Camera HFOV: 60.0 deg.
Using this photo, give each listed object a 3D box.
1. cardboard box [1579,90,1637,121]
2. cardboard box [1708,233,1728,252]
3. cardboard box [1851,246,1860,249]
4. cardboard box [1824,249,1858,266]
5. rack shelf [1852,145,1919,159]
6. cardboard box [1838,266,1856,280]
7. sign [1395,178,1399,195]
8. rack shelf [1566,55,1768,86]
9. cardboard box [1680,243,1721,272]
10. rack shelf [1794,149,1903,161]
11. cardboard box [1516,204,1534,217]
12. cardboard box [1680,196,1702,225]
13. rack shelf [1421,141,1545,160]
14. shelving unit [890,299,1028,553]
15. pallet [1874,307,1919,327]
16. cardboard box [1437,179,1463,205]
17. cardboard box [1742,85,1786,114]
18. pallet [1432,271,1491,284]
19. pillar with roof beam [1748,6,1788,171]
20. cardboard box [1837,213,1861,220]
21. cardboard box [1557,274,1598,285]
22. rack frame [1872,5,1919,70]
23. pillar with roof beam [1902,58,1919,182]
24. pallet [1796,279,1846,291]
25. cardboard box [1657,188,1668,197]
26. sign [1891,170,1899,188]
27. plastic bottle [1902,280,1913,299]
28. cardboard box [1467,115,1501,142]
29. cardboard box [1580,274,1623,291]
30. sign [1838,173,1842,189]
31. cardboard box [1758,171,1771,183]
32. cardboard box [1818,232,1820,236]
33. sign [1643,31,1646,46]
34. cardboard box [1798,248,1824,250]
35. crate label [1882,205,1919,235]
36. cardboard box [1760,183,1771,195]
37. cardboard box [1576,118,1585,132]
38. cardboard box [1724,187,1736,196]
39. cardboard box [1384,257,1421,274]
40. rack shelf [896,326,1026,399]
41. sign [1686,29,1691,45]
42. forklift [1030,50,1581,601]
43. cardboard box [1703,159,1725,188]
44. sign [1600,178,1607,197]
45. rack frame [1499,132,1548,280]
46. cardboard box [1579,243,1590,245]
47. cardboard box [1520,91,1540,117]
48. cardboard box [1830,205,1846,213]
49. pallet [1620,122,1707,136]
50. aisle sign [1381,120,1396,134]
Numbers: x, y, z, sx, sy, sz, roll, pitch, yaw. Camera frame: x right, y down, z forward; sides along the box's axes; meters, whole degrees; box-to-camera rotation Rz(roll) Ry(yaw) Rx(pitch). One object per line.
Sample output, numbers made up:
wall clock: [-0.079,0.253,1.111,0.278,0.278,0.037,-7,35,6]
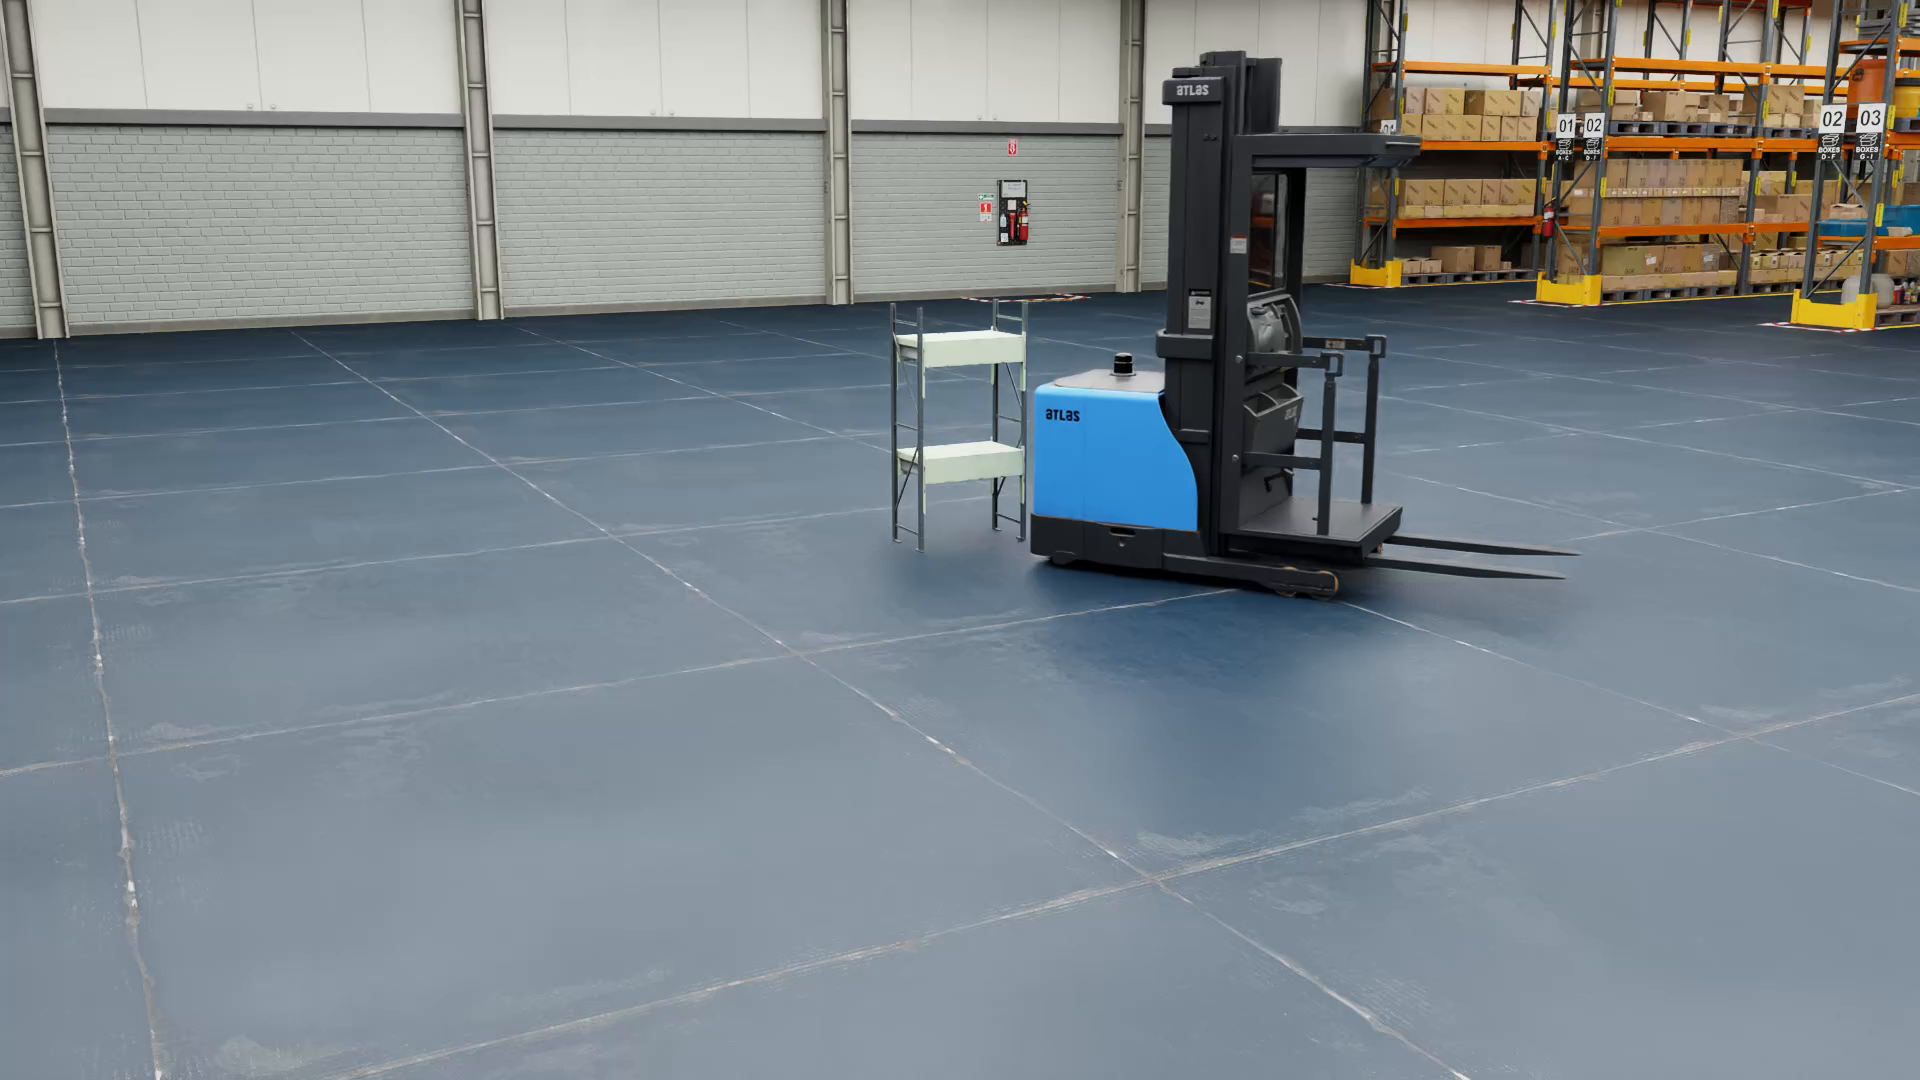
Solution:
cardboard box: [11.136,-7.462,28.592,0.637,0.503,0.797,-6,14,-24]
cardboard box: [16.755,-6.710,37.534,0.750,0.750,0.750,-7,14,-28]
cardboard box: [21.291,-7.093,40.030,0.500,0.500,0.700,-7,14,-28]
cardboard box: [16.856,-5.436,31.959,0.500,0.311,0.500,-7,14,-29]
rack shelf: [19.407,-7.780,33.153,4.000,0.370,1.077,-7,14,-28]
cardboard box: [16.856,-5.163,32.026,0.500,0.250,0.500,-7,14,-29]
sign: [8.513,-6.887,32.410,0.005,0.325,0.100,-7,14,-28]
rack shelf: [12.385,-8.207,29.128,4.000,0.370,1.077,-7,14,-28]
cardboard box: [13.393,-5.124,30.145,0.500,0.500,0.500,-7,14,-28]
rack shelf: [20.541,-9.155,39.263,4.000,0.370,1.077,-7,14,-28]
cardboard box: [11.493,-6.819,34.373,0.500,0.250,0.500,-7,14,-28]
cardboard box: [12.852,-5.928,29.892,0.500,0.500,0.700,-7,14,-27]
rack shelf: [10.008,-7.893,33.654,4.000,0.370,1.077,-7,14,-28]
shelving unit: [-0.006,-0.731,10.441,0.755,1.500,0.431,-7,14,-28]
pallet: [13.759,-3.402,25.243,1.213,0.211,1.003,-7,14,-28]
cardboard box: [9.711,-6.968,33.326,0.500,0.500,0.500,-7,15,-30]
cardboard box: [14.701,-8.054,30.412,0.500,0.500,0.500,-7,14,-27]
pallet: [10.119,-5.423,34.227,1.213,0.211,1.003,-7,14,-28]
pillar with roof beam: [21.048,-10.170,35.302,0.548,9.000,9.100,-7,14,-28]
cardboard box: [16.994,-6.187,31.839,0.250,0.149,0.380,-7,14,-28]
cardboard box: [10.958,-4.592,29.489,0.500,0.250,0.500,-7,14,-28]
rack frame: [22.296,-11.180,39.790,0.127,3.000,1.000,-7,14,-28]
pillar with roof beam: [26.314,-10.801,38.106,0.400,9.000,9.100,-7,14,-28]
pallet: [16.910,-5.018,32.424,1.213,0.211,1.003,-7,14,-28]
cardboard box: [12.206,-6.116,29.250,0.250,0.149,0.380,-7,14,-29]
sign: [17.920,-6.915,31.868,0.005,0.325,0.100,-7,14,-28]
plastic bottle: [14.901,-3.914,26.202,0.185,0.351,0.144,-6,14,-26]
cardboard box: [10.520,-8.295,33.532,0.500,0.500,0.500,-7,15,-30]
cardboard box: [11.207,-4.492,29.045,0.500,0.250,0.500,-7,14,-28]
sign: [17.383,-7.087,32.811,0.005,0.325,0.100,-7,14,-28]
cardboard box: [18.044,-8.251,37.783,0.500,0.250,0.500,-6,14,-27]
cardboard box: [20.337,-7.249,39.246,0.250,0.149,0.380,-7,15,-29]
sign: [15.005,-10.978,36.404,0.005,0.325,0.100,-7,14,-28]
cardboard box: [16.594,-5.539,32.417,0.500,0.311,0.500,-7,15,-29]
crate label: [14.485,-4.923,25.574,0.616,0.435,0.502,-7,14,-28]
cardboard box: [18.058,-7.883,37.854,0.500,0.500,0.500,-7,14,-27]
cardboard box: [12.822,-8.722,34.949,0.500,0.311,0.500,-6,14,-26]
cardboard box: [13.786,-6.306,30.092,0.250,0.149,0.380,-7,15,-29]
cardboard box: [8.903,-5.528,33.463,0.500,0.311,0.500,-9,15,-34]
rack shelf: [-0.006,-1.112,10.356,0.720,0.370,0.431,-7,14,-28]
sign: [15.543,-10.729,35.479,0.005,0.325,0.100,-7,14,-28]
forklift: [1.972,-1.230,9.399,3.031,2.935,1.130,6,14,26]
cardboard box: [13.311,-6.617,29.996,0.500,0.500,0.700,-7,14,-28]
sign: [10.890,-5.969,28.147,0.005,0.325,0.100,-7,14,-28]
rack frame: [11.763,-6.991,34.839,0.127,3.000,1.000,-7,14,-28]
cardboard box: [13.298,-6.176,35.912,0.500,0.500,0.700,-7,14,-27]
cardboard box: [11.454,-8.895,33.921,0.500,0.500,0.500,-8,15,-33]
cardboard box: [16.773,-6.357,32.226,0.500,0.311,0.500,-7,14,-29]
pallet: [12.334,-7.234,29.292,1.213,0.211,1.003,-7,14,-28]
aisle sign: [8.333,-7.773,32.393,0.004,0.787,0.394,-7,14,-28]
